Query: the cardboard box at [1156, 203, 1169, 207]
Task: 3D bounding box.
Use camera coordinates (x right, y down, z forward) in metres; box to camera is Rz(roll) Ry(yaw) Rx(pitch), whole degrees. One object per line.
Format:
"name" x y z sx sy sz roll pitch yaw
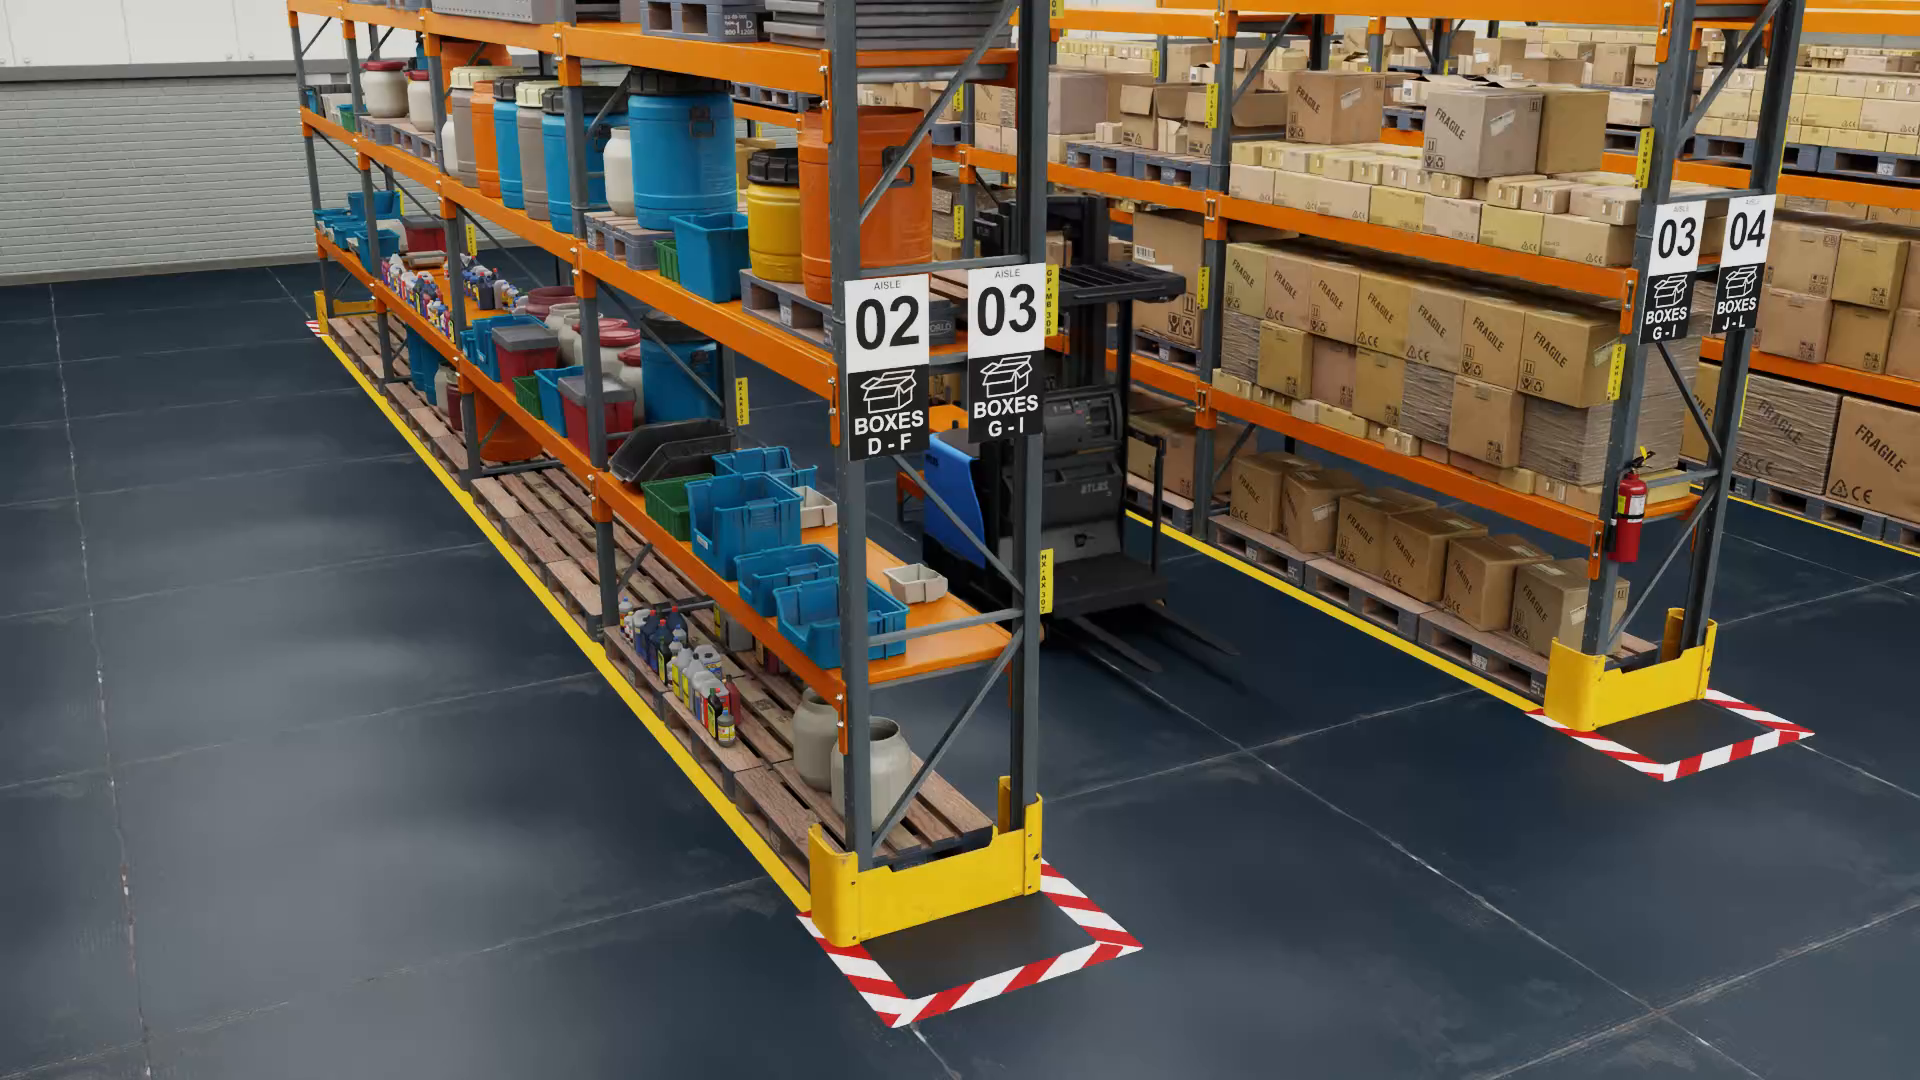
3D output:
"cardboard box" 2.773 -4.429 21.609 0.380 0.149 0.250 -11 22 -29

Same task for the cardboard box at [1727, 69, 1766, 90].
"cardboard box" 6.786 -3.929 14.185 0.380 0.149 0.250 -10 21 -27

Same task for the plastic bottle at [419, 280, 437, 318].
"plastic bottle" -5.031 -2.286 15.733 0.144 0.351 0.185 -10 21 -27

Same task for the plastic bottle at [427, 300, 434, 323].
"plastic bottle" -4.921 -2.133 15.518 0.097 0.201 0.097 0 19 0

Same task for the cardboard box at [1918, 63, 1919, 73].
"cardboard box" 10.928 -5.186 18.283 0.500 0.250 0.500 -10 22 -28

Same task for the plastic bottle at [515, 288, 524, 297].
"plastic bottle" -4.156 -2.242 15.710 0.061 0.283 0.133 -10 21 -27

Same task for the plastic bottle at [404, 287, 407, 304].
"plastic bottle" -5.426 -2.438 16.402 0.097 0.201 0.097 0 19 0

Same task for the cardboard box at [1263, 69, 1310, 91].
"cardboard box" 3.913 -5.261 19.527 0.500 0.500 0.500 -10 21 -27

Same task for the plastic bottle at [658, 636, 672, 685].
"plastic bottle" -1.833 0.750 10.350 0.061 0.283 0.133 -9 21 -24

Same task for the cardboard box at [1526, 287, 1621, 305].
"cardboard box" 4.023 -1.355 10.817 0.500 0.500 0.500 -10 21 -27

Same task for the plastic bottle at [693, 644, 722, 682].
"plastic bottle" -1.554 0.791 10.241 0.152 0.276 0.135 -10 21 -27

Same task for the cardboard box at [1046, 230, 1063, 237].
"cardboard box" 0.769 -2.743 16.185 0.500 0.500 0.500 -13 23 -33

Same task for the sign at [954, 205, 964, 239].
"sign" -0.010 -3.106 16.260 0.100 0.325 0.005 -10 21 -27

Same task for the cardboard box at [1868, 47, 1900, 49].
"cardboard box" 13.251 -6.993 23.863 0.380 0.149 0.250 -9 21 -25

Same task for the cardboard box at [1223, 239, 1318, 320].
"cardboard box" 2.366 -1.990 12.657 0.500 0.500 0.500 -10 21 -27

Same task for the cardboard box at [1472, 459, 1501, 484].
"cardboard box" 3.572 -0.490 10.839 0.380 0.149 0.250 -10 21 -27

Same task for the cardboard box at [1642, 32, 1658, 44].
"cardboard box" 11.214 -7.931 26.425 0.500 0.250 0.500 -10 21 -27

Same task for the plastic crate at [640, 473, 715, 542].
"plastic crate" -1.586 -0.197 9.928 0.450 0.188 0.662 -10 21 -27

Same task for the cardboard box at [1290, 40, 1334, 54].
"cardboard box" 5.692 -7.955 26.921 0.500 0.250 0.500 -12 23 -32

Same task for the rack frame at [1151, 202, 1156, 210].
"rack frame" 2.991 -4.533 22.171 1.000 3.000 0.127 -10 21 -27

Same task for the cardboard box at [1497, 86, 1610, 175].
"cardboard box" 3.809 -2.660 10.766 0.500 0.500 0.500 -10 21 -27

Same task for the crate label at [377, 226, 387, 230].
"crate label" -6.855 -3.711 20.101 0.396 0.136 0.243 -10 21 -27

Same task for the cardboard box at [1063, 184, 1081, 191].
"cardboard box" 1.807 -5.260 23.668 0.500 0.500 0.500 -11 22 -28

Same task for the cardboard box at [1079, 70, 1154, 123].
"cardboard box" 1.398 -3.959 14.989 0.500 0.500 0.500 -10 21 -26

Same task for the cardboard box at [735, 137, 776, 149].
"cardboard box" -2.859 -5.268 22.923 0.500 0.500 0.500 -10 21 -26

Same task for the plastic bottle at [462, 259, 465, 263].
"plastic bottle" -5.136 -2.800 17.339 0.152 0.276 0.135 -10 21 -27

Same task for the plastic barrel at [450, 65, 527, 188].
"plastic barrel" -3.683 -3.264 13.126 0.600 0.901 0.600 0 19 0

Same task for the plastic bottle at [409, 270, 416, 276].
"plastic bottle" -5.622 -2.661 17.049 0.097 0.201 0.097 0 19 0

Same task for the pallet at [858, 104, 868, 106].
"pallet" -0.944 -4.866 18.830 0.805 0.209 1.217 -11 22 -29

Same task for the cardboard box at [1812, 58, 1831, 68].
"cardboard box" 12.597 -6.924 24.120 0.380 0.149 0.250 -9 21 -25

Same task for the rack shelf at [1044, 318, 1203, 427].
"rack shelf" 1.427 -1.732 15.154 1.077 0.370 4.000 -10 21 -27

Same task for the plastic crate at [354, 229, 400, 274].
"plastic crate" -6.303 -3.129 18.033 0.392 0.384 0.575 -10 21 -27

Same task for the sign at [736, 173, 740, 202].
"sign" -1.493 -2.235 10.897 0.100 0.325 0.005 -10 21 -27

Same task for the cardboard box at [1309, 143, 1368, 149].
"cardboard box" 2.832 -2.894 12.439 0.380 0.149 0.250 -10 21 -26

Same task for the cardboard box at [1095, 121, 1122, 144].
"cardboard box" 1.398 -3.526 14.368 0.380 0.166 0.250 -11 22 -28

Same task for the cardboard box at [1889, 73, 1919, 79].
"cardboard box" 7.842 -3.741 13.641 0.380 0.149 0.250 -10 22 -27

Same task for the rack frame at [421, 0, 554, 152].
"rack frame" -3.882 -4.715 13.499 1.000 3.000 0.127 -10 21 -27

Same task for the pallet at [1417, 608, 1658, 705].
"pallet" 3.885 0.708 11.255 1.003 0.211 1.213 -10 21 -27

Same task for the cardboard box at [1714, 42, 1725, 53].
"cardboard box" 11.694 -7.486 25.261 0.380 0.149 0.250 -10 22 -28

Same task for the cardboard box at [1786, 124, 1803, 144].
"cardboard box" 7.024 -3.407 13.896 0.380 0.149 0.250 -10 22 -28

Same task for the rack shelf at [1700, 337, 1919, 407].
"rack shelf" 7.739 -1.323 13.969 1.077 0.370 4.000 -10 21 -27

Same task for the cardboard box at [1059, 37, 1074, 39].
"cardboard box" 1.557 -7.321 24.503 0.380 0.149 0.250 -10 21 -26

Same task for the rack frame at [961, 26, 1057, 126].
"rack frame" 0.477 -5.482 15.722 1.000 3.000 0.127 -10 21 -27

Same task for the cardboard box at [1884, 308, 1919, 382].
"cardboard box" 8.037 -1.594 13.422 0.875 0.550 0.550 -10 21 -27

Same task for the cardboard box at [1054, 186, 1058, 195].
"cardboard box" 1.545 -5.132 24.291 0.380 0.149 0.250 -10 22 -27

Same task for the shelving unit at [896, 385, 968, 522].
"shelving unit" -0.068 -0.575 13.573 0.538 1.125 1.048 -10 21 -26

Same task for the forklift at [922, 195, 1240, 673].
"forklift" 0.831 -0.826 11.532 1.130 2.935 3.031 -10 21 -26

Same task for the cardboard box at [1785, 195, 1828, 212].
"cardboard box" 9.951 -3.958 19.249 0.500 0.500 0.500 -11 22 -29

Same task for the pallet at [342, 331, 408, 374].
"pallet" -6.748 -2.265 19.871 1.003 0.211 1.213 -10 21 -27

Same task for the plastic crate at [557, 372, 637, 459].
"plastic crate" -2.482 -0.852 11.405 0.402 0.464 0.583 -10 21 -27

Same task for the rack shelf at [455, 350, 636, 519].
"rack shelf" -2.932 -0.965 12.931 1.077 0.370 4.000 -10 21 -27

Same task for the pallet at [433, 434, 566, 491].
"pallet" -4.293 -0.780 15.570 1.003 0.211 1.213 -10 21 -27

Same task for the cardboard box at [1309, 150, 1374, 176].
"cardboard box" 2.711 -2.681 11.823 0.380 0.149 0.250 -9 21 -25
